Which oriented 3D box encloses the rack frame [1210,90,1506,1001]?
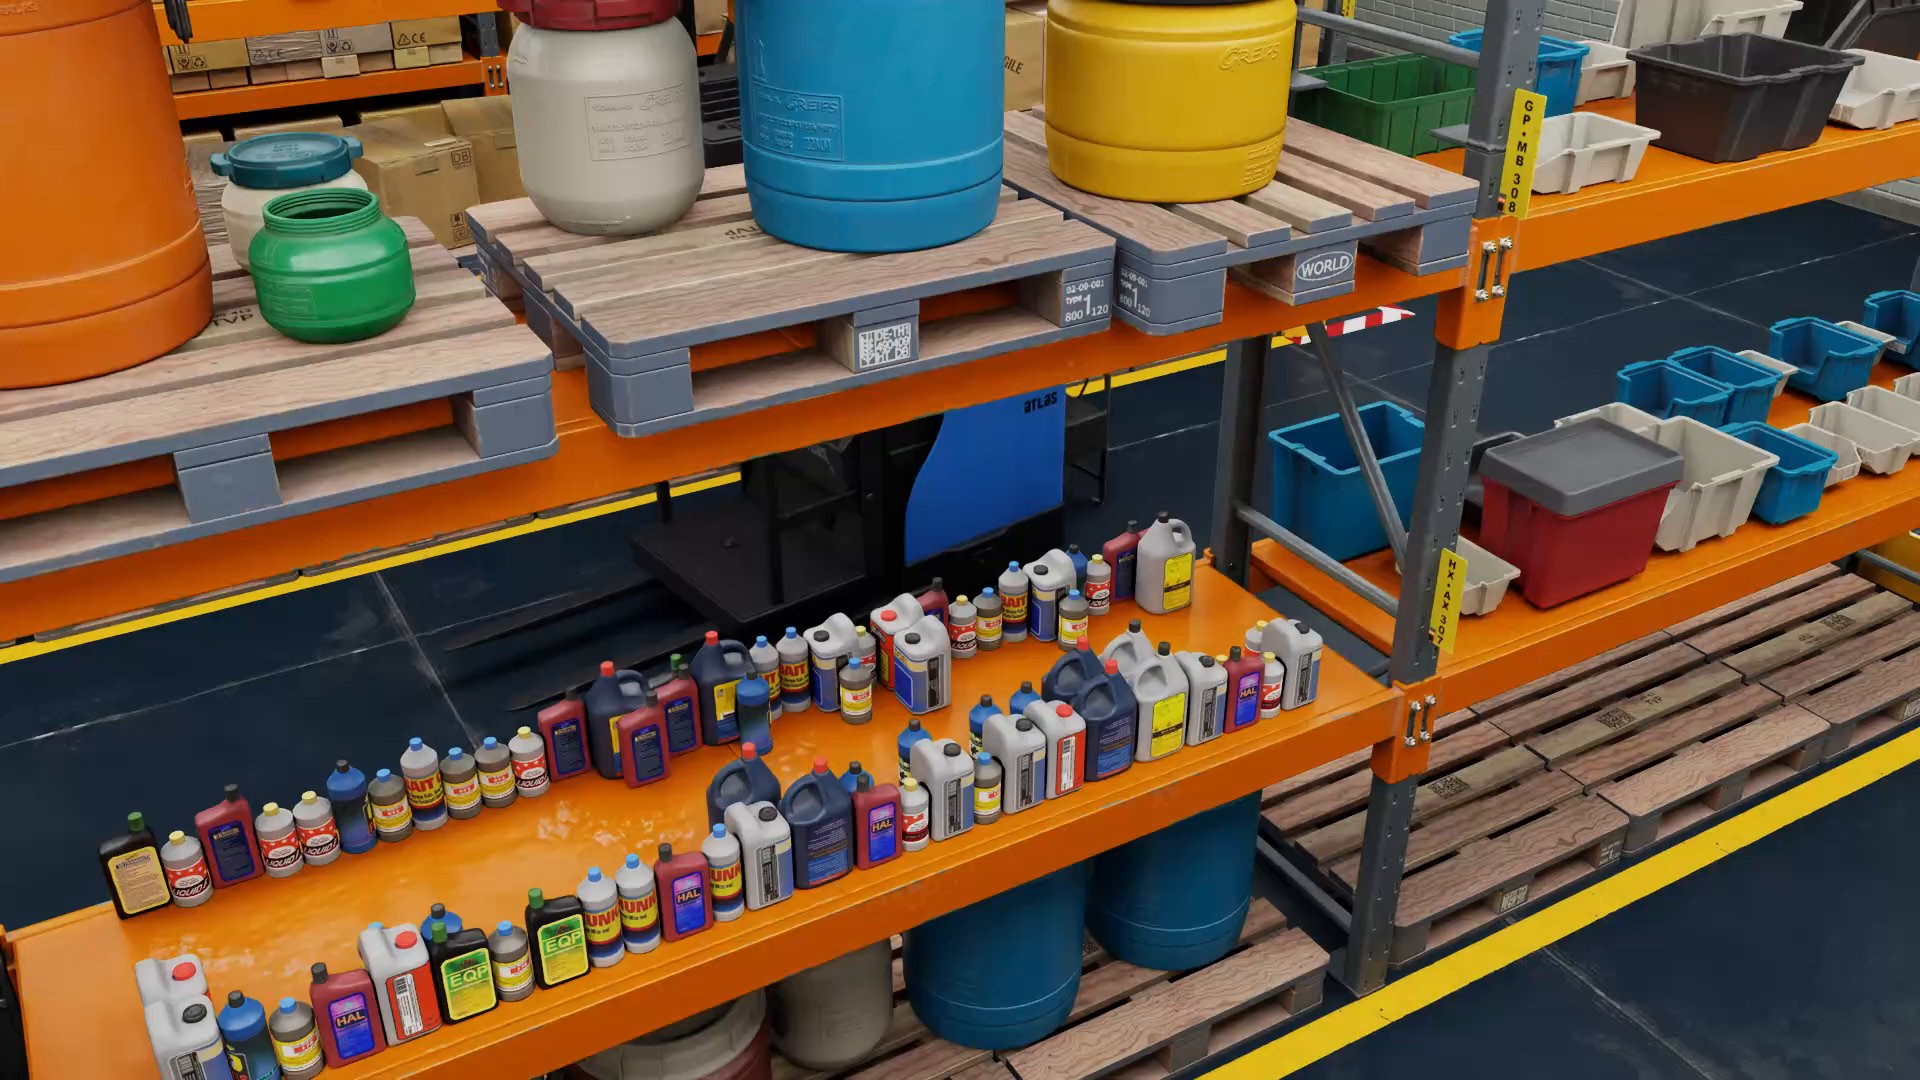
[{"bbox_3d":[1.195,0.077,5.506,0.127,3.000,1.000,-16,33,-26],"label":"rack frame"}]

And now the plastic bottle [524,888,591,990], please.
[{"bbox_3d":[-0.980,0.953,4.040,0.133,0.283,0.061,-16,33,-26],"label":"plastic bottle"}]

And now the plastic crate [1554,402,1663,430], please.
[{"bbox_3d":[2.544,-0.385,6.554,0.466,0.136,0.293,-16,33,-26],"label":"plastic crate"}]

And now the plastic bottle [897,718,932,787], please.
[{"bbox_3d":[-0.126,0.620,4.656,0.097,0.271,0.097,0,29,0],"label":"plastic bottle"}]

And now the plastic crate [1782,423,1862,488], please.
[{"bbox_3d":[3.302,-0.314,6.426,0.250,0.136,0.298,-16,33,-26],"label":"plastic crate"}]

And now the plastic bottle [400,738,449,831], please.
[{"bbox_3d":[-1.477,0.663,4.576,0.097,0.271,0.097,0,29,0],"label":"plastic bottle"}]

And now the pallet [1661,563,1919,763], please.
[{"bbox_3d":[3.913,0.505,7.617,1.213,0.211,1.003,-16,33,-26],"label":"pallet"}]

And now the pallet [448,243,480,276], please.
[{"bbox_3d":[-3.085,-1.402,8.385,1.213,0.211,1.003,-16,33,-26],"label":"pallet"}]

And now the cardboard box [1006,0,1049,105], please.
[{"bbox_3d":[0.571,-2.846,9.664,0.500,0.500,0.500,-15,32,-25],"label":"cardboard box"}]

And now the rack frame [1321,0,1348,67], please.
[{"bbox_3d":[2.138,-2.966,11.021,0.127,3.000,1.000,-16,33,-26],"label":"rack frame"}]

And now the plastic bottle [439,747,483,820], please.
[{"bbox_3d":[-1.393,0.670,4.637,0.097,0.201,0.097,0,29,0],"label":"plastic bottle"}]

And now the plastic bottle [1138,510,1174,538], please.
[{"bbox_3d":[0.663,0.040,5.693,0.133,0.283,0.061,-16,33,-26],"label":"plastic bottle"}]

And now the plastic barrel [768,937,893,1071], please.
[{"bbox_3d":[-0.425,1.383,5.280,0.421,0.512,0.421,0,29,0],"label":"plastic barrel"}]

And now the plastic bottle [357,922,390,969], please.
[{"bbox_3d":[-1.397,1.011,4.018,0.097,0.201,0.097,0,29,0],"label":"plastic bottle"}]

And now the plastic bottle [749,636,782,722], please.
[{"bbox_3d":[-0.593,0.412,5.031,0.097,0.271,0.097,0,29,0],"label":"plastic bottle"}]

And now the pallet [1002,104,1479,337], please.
[{"bbox_3d":[0.569,-0.921,4.405,1.003,0.211,1.213,-16,33,-26],"label":"pallet"}]

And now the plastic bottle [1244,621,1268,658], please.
[{"bbox_3d":[0.940,0.348,5.221,0.097,0.201,0.097,0,29,0],"label":"plastic bottle"}]

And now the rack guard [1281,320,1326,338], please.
[{"bbox_3d":[2.072,-1.853,11.591,0.348,0.500,1.175,-16,33,-26],"label":"rack guard"}]

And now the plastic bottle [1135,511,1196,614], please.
[{"bbox_3d":[0.693,0.060,5.588,0.185,0.351,0.144,-16,33,-26],"label":"plastic bottle"}]

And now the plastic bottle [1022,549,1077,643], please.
[{"bbox_3d":[0.288,0.176,5.456,0.135,0.276,0.152,-16,33,-26],"label":"plastic bottle"}]

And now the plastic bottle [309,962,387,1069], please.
[{"bbox_3d":[-1.410,1.075,3.819,0.133,0.283,0.061,-16,33,-26],"label":"plastic bottle"}]

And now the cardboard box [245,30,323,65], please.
[{"bbox_3d":[-4.966,-3.766,12.038,0.500,0.500,0.500,-16,33,-26],"label":"cardboard box"}]

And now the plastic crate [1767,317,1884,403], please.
[{"bbox_3d":[3.697,-0.770,7.153,0.300,0.233,0.416,-16,33,-26],"label":"plastic crate"}]

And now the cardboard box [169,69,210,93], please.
[{"bbox_3d":[-5.554,-3.334,11.925,0.250,0.149,0.380,-16,33,-26],"label":"cardboard box"}]

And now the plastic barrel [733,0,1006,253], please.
[{"bbox_3d":[-0.199,-1.158,3.686,0.708,0.901,0.600,-16,33,-26],"label":"plastic barrel"}]

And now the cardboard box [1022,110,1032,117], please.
[{"bbox_3d":[0.139,-2.290,9.692,0.500,0.500,0.500,-16,33,-27],"label":"cardboard box"}]

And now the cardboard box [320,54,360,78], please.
[{"bbox_3d":[-4.622,-3.543,12.304,0.250,0.149,0.380,-16,33,-26],"label":"cardboard box"}]

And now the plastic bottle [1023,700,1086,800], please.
[{"bbox_3d":[0.269,0.576,4.731,0.135,0.276,0.152,-16,33,-26],"label":"plastic bottle"}]

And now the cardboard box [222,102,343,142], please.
[{"bbox_3d":[-5.083,-2.860,12.619,0.750,0.750,0.750,-15,32,-25],"label":"cardboard box"}]

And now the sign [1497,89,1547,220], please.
[{"bbox_3d":[1.472,-1.010,4.363,0.005,0.325,0.100,-16,33,-26],"label":"sign"}]

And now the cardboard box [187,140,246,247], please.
[{"bbox_3d":[-3.389,-1.581,7.972,0.500,0.500,0.700,-10,30,-17],"label":"cardboard box"}]

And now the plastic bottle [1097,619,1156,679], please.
[{"bbox_3d":[0.496,0.400,4.972,0.185,0.351,0.144,-16,33,-26],"label":"plastic bottle"}]

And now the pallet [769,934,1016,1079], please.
[{"bbox_3d":[-0.544,1.770,5.324,1.213,0.211,1.003,-16,33,-26],"label":"pallet"}]

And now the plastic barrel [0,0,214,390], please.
[{"bbox_3d":[-1.763,-0.767,3.051,0.708,0.830,0.600,-16,33,-26],"label":"plastic barrel"}]

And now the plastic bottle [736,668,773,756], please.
[{"bbox_3d":[-0.604,0.496,4.879,0.097,0.271,0.097,0,29,0],"label":"plastic bottle"}]

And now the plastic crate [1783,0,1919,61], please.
[{"bbox_3d":[3.187,-1.929,6.100,0.767,0.338,0.504,-16,33,-26],"label":"plastic crate"}]

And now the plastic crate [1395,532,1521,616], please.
[{"bbox_3d":[1.669,0.112,5.653,0.243,0.136,0.396,-16,33,-26],"label":"plastic crate"}]

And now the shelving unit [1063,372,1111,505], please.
[{"bbox_3d":[0.474,-1.112,8.591,0.503,2.100,0.431,-21,35,-33],"label":"shelving unit"}]

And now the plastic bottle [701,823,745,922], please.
[{"bbox_3d":[-0.607,0.842,4.253,0.097,0.271,0.097,0,29,0],"label":"plastic bottle"}]

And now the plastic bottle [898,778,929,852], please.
[{"bbox_3d":[-0.133,0.738,4.514,0.097,0.201,0.097,0,29,0],"label":"plastic bottle"}]

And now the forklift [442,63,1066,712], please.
[{"bbox_3d":[-0.928,-0.950,7.439,3.031,2.935,1.130,-21,35,-33],"label":"forklift"}]

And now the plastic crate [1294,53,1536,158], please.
[{"bbox_3d":[1.407,-1.373,5.248,0.662,0.188,0.450,-16,33,-26],"label":"plastic crate"}]

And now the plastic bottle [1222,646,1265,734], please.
[{"bbox_3d":[0.843,0.435,4.978,0.133,0.283,0.061,-16,33,-26],"label":"plastic bottle"}]

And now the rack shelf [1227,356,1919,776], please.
[{"bbox_3d":[2.920,-0.097,6.567,4.000,0.370,1.077,-16,33,-26],"label":"rack shelf"}]

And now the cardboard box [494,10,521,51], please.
[{"bbox_3d":[-3.348,-4.307,13.140,0.700,0.700,0.980,-15,32,-26],"label":"cardboard box"}]

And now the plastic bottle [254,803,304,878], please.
[{"bbox_3d":[-1.813,0.789,4.421,0.097,0.201,0.097,0,29,0],"label":"plastic bottle"}]
